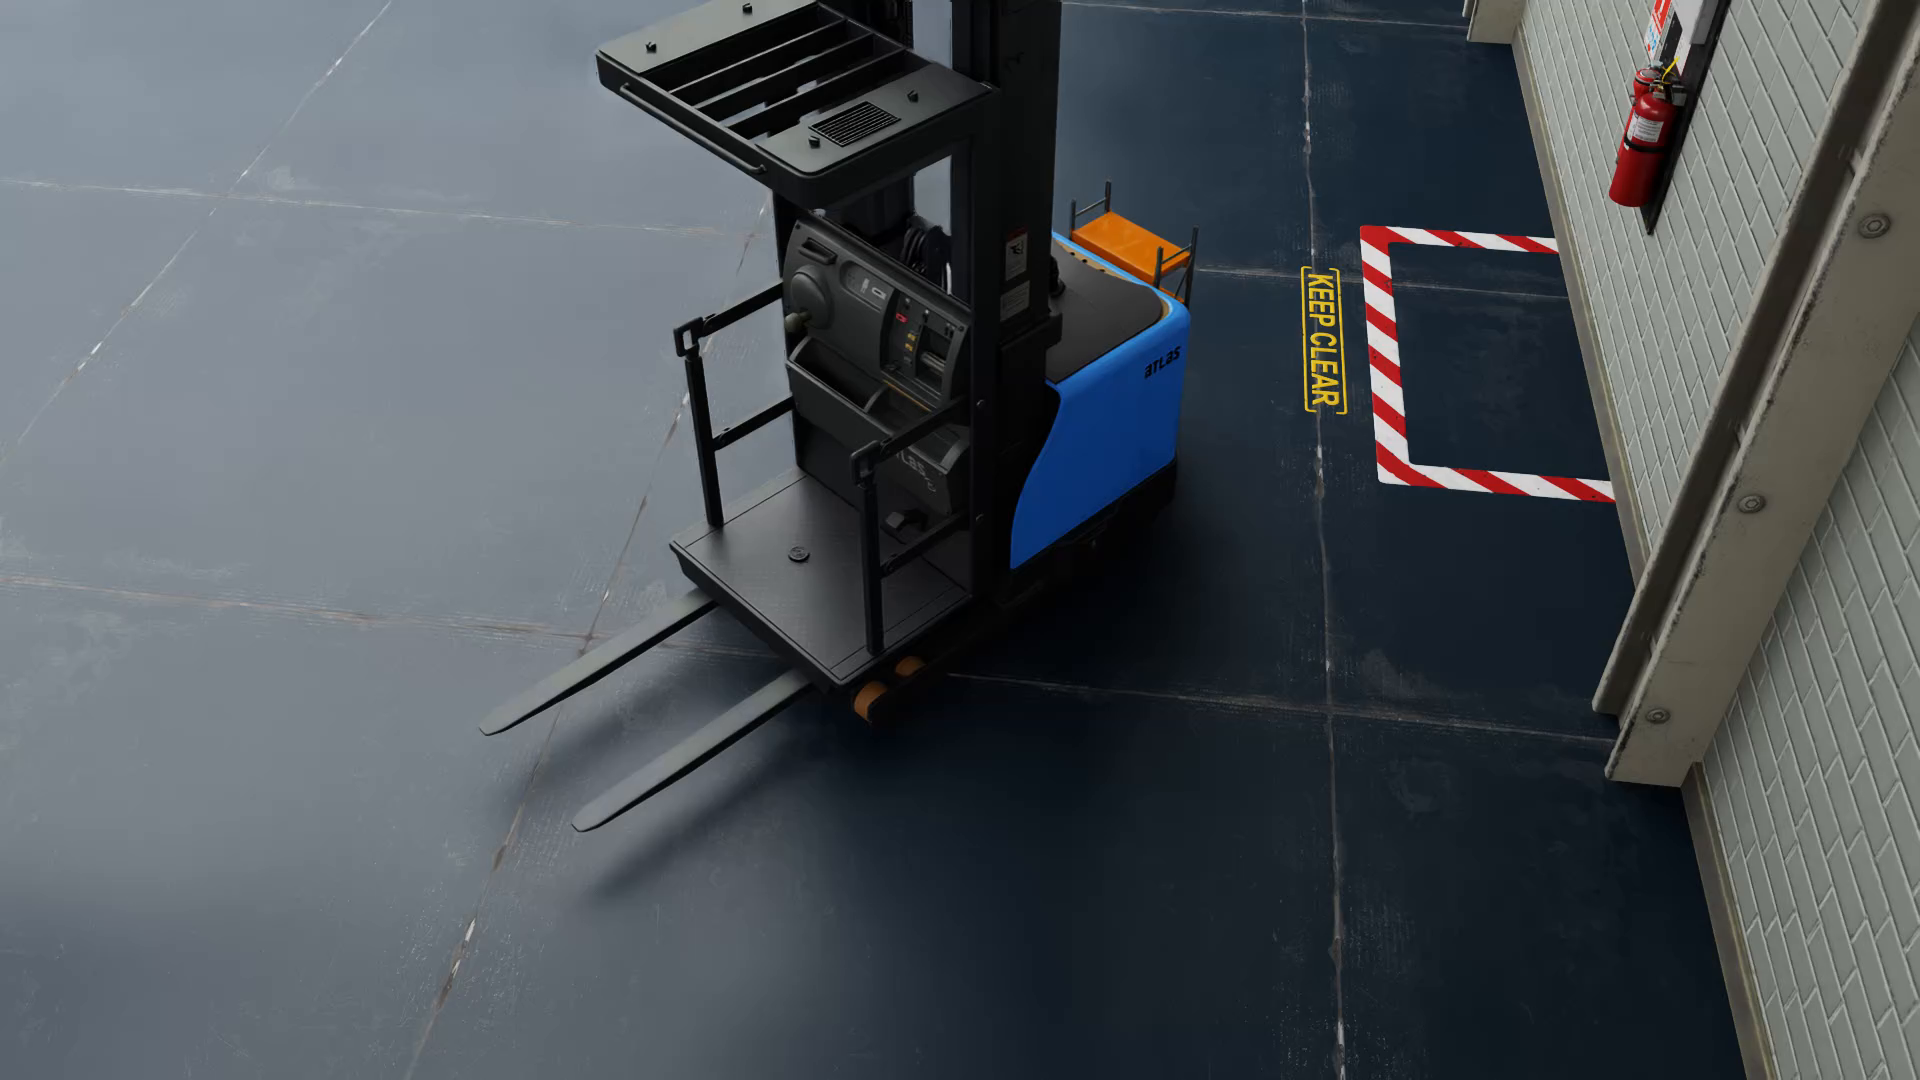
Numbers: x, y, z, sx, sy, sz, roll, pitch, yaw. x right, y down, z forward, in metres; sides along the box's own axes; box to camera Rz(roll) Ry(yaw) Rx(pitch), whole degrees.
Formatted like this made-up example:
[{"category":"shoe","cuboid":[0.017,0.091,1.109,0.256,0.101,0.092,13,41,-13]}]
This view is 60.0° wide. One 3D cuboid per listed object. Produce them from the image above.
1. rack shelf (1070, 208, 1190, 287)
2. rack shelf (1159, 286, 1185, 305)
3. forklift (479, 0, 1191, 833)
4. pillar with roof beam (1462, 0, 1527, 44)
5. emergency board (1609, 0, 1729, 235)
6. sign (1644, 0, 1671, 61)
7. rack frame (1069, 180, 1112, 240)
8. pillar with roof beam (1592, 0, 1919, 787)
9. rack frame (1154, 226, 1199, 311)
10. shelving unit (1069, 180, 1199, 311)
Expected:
[{"category":"rack shelf","cuboid":[0.726,-1.211,7.085,0.258,0.148,0.480,-33,53,-30]},{"category":"rack shelf","cuboid":[0.726,-1.039,7.247,0.258,0.148,0.480,-33,53,-30]},{"category":"forklift","cuboid":[-0.469,-0.758,5.918,3.031,2.935,1.130,-33,53,-30]},{"category":"pillar with roof beam","cuboid":[-0.848,-6.963,8.059,9.100,9.000,0.400,5,44,6]},{"category":"emergency board","cuboid":[2.990,-1.985,7.165,0.194,1.169,0.643,5,44,6]},{"category":"sign","cuboid":[3.166,-2.365,7.541,0.001,0.329,0.234,5,44,6]},{"category":"rack frame","cuboid":[0.557,-1.047,7.483,0.240,1.200,0.015,-33,53,-30]},{"category":"pillar with roof beam","cuboid":[-1.641,-2.874,3.740,9.100,9.000,0.400,5,44,6]},{"category":"rack frame","cuboid":[0.894,-0.804,7.226,0.240,1.200,0.015,-33,53,-30]},{"category":"shelving unit","cuboid":[0.726,-0.926,7.354,0.258,1.200,0.503,-33,53,-30]}]
